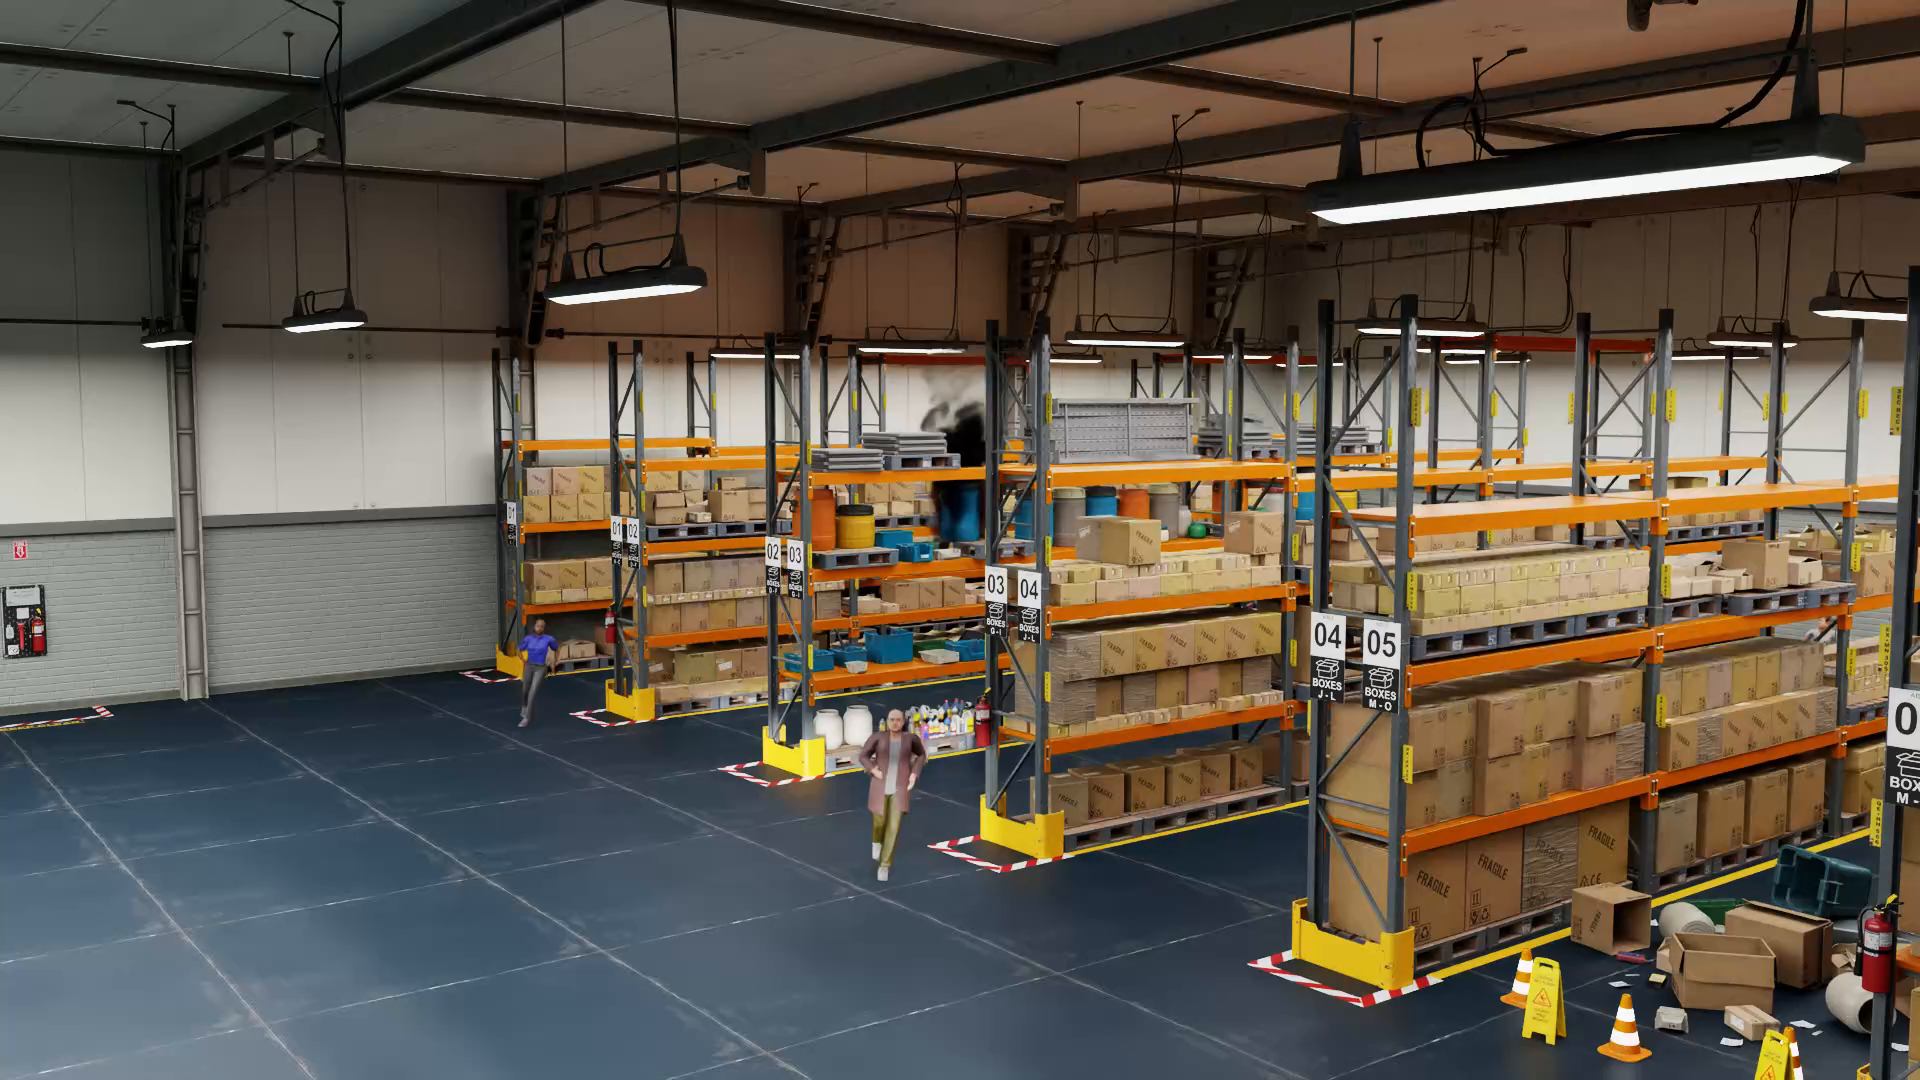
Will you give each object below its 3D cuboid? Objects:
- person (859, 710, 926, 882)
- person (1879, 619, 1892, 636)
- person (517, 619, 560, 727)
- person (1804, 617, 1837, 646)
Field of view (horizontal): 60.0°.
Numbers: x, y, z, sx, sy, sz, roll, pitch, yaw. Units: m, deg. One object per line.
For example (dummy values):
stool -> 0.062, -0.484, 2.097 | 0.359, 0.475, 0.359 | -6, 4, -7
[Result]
person -> -0.729, 2.704, 17.992 | 0.727, 1.776, 0.959 | 0, 5, 0
person -> 14.071, 2.081, 25.026 | 0.902, 1.824, 0.704 | -3, 6, -32
person -> -6.648, 2.054, 26.083 | 0.660, 1.624, 0.924 | 0, 5, -1
person -> 13.814, 2.001, 26.643 | 0.649, 1.656, 0.677 | -5, 7, -43
